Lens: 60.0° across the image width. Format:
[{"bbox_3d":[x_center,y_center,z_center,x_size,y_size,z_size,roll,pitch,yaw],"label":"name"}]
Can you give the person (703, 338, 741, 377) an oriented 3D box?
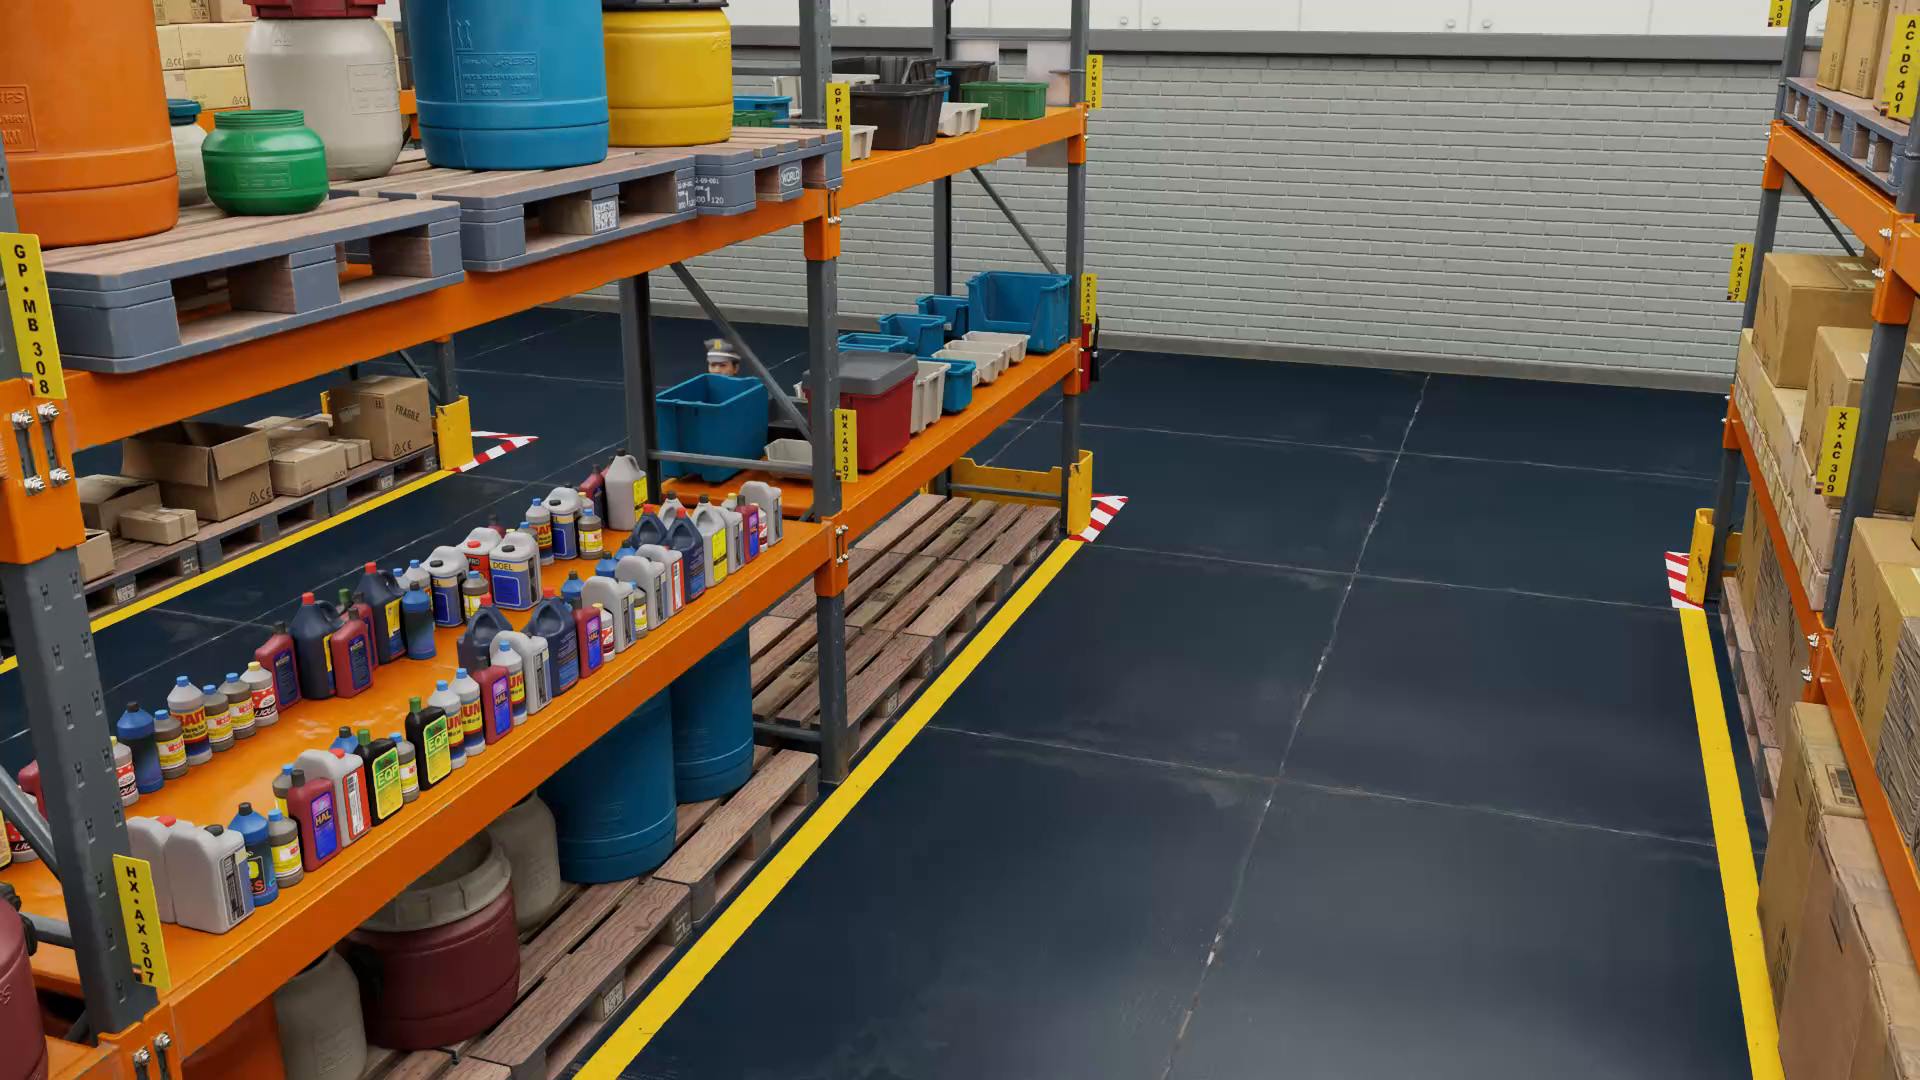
[{"bbox_3d":[-1.314,-0.349,9.531,0.481,1.649,0.911,0,19,-1],"label":"person"}]
